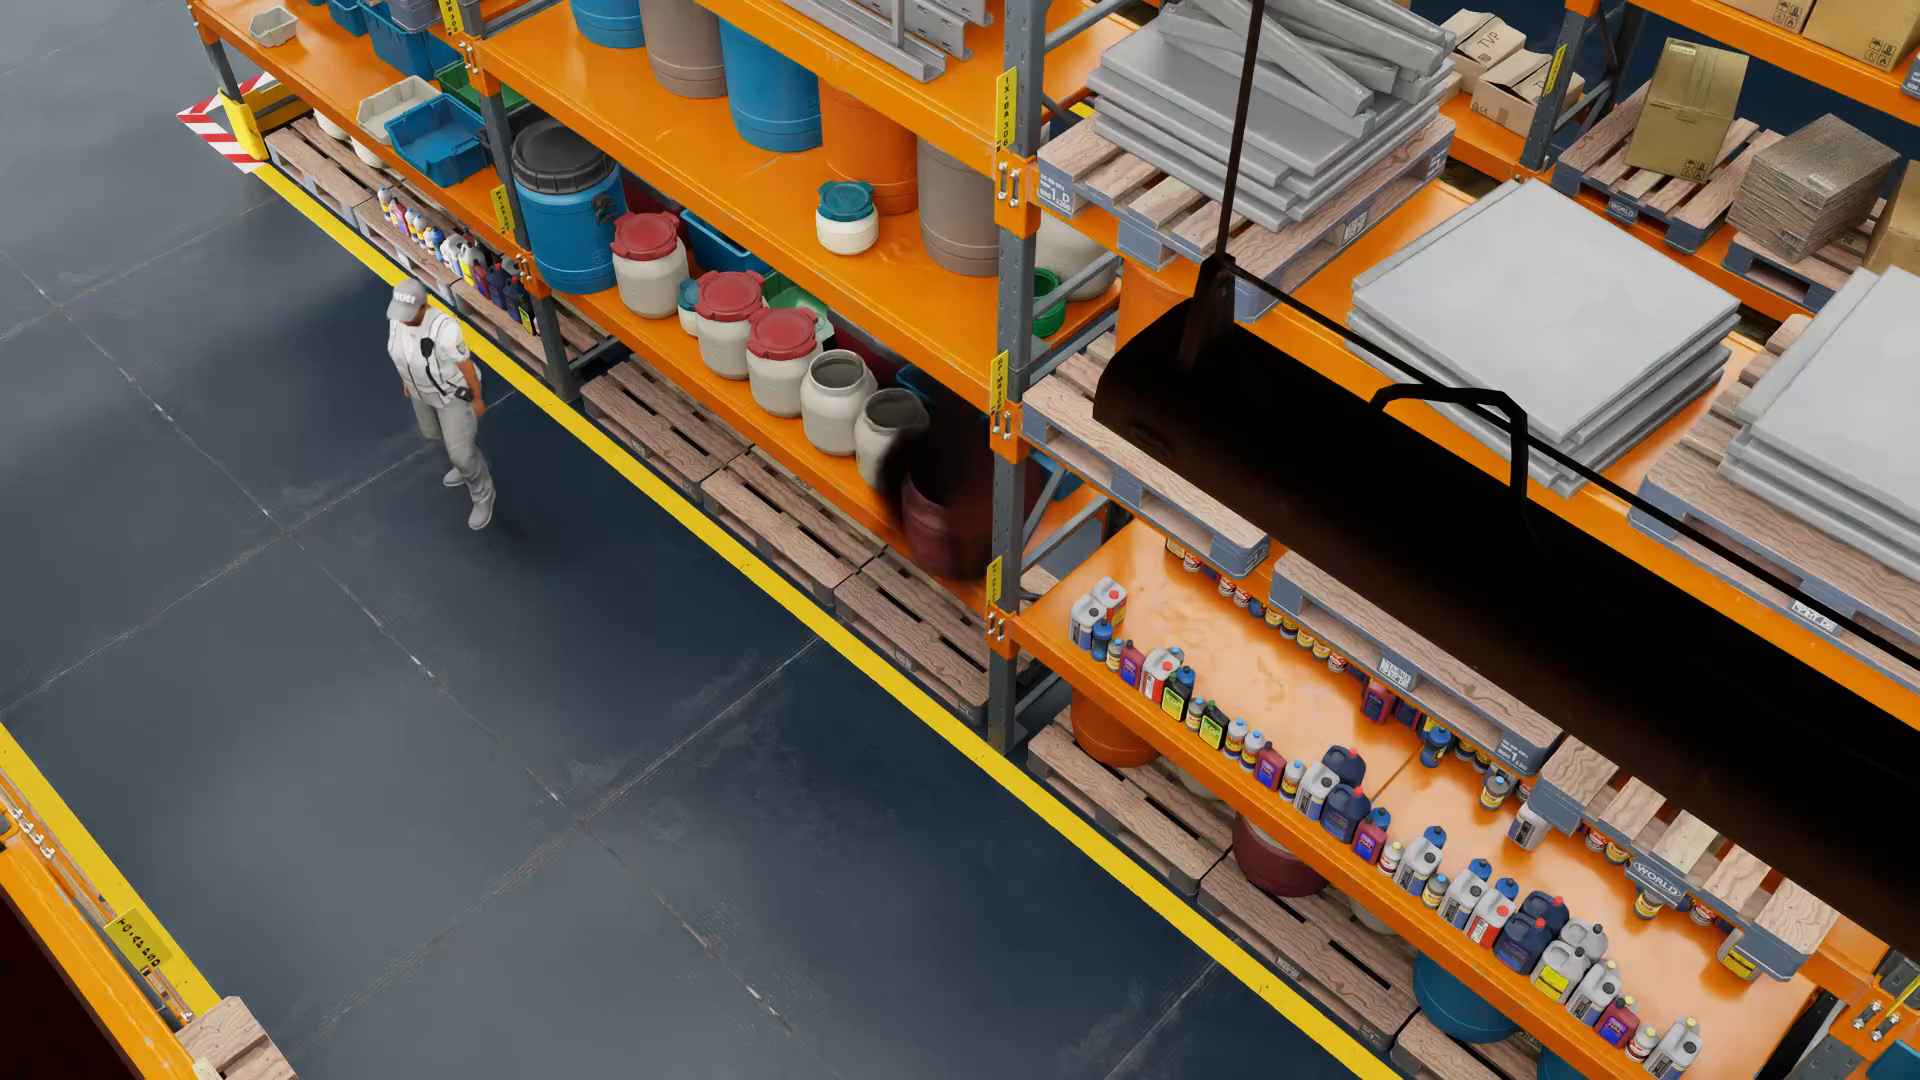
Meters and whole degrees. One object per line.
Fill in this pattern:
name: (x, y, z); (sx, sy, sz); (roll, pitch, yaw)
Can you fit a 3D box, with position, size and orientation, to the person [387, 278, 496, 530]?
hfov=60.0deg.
person: (-3.030, -0.846, 9.676); (0.561, 1.665, 0.494); (25, 54, 19)
